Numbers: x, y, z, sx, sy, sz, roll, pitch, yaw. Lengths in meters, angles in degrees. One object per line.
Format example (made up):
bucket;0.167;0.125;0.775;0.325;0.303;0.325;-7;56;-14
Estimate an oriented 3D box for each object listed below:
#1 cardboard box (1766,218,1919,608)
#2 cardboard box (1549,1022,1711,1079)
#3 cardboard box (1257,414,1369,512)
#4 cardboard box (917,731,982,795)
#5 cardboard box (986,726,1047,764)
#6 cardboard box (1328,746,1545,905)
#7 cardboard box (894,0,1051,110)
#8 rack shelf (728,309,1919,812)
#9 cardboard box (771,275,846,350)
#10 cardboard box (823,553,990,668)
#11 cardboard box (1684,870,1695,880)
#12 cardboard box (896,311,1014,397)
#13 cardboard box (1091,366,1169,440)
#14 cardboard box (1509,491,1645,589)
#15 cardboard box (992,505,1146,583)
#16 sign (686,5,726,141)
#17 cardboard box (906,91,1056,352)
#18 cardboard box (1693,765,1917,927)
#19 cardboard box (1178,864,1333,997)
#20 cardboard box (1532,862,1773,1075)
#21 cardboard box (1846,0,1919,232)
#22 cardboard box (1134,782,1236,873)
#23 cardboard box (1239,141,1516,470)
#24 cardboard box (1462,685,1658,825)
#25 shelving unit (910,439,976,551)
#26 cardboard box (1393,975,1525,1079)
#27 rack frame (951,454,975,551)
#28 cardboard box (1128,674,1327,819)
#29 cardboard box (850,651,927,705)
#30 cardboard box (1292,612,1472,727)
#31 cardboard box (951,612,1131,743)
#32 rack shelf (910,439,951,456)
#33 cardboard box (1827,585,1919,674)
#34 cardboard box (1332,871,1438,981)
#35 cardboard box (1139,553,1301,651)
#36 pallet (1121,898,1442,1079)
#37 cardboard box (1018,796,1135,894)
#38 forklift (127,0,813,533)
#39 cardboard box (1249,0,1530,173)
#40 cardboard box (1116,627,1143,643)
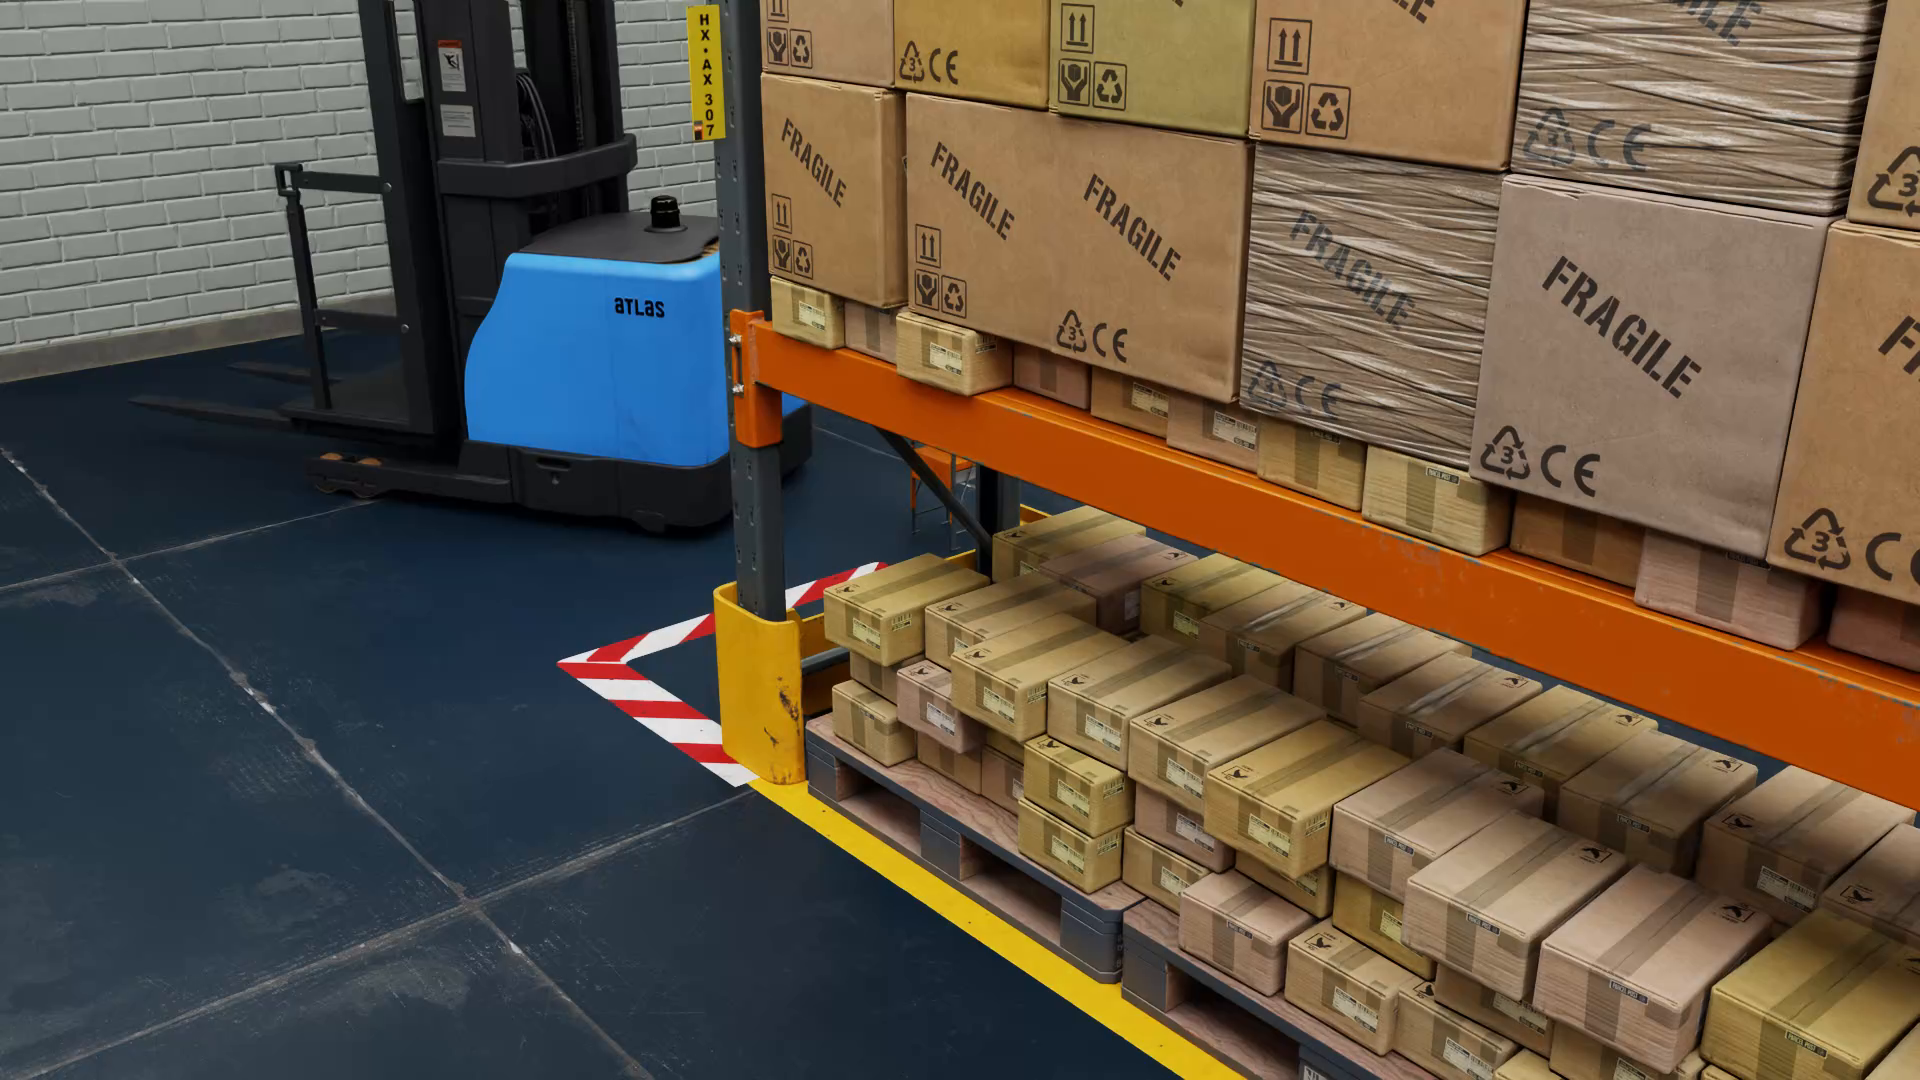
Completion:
cardboard box;1.519;-0.189;2.309;0.500;0.500;0.500;-18;28;-39
cardboard box;1.296;0.888;3.030;0.380;0.149;0.250;-17;27;-36
cardboard box;0.796;-0.196;3.216;0.380;0.149;0.250;-16;27;-36
cardboard box;0.109;0.506;4.411;0.380;0.149;0.250;-18;27;-38
cardboard box;0.287;0.436;4.184;0.380;0.149;0.250;-17;27;-37
cardboard box;0.972;0.587;3.390;0.380;0.149;0.250;-17;27;-37
cardboard box;0.202;-1.225;3.582;0.500;0.500;0.500;-16;27;-36
rack shelf;1.082;-0.012;3.387;1.077;0.370;4.000;-17;27;-37
cardboard box;-0.261;-0.615;4.285;0.380;0.149;0.250;-18;28;-38
cardboard box;-0.139;0.181;4.426;0.380;0.149;0.250;-19;28;-40
cardboard box;1.521;0.674;3.576;0.380;0.149;0.250;-18;27;-38
cardboard box;0.072;-0.467;3.908;0.380;0.149;0.250;-18;28;-39
cardboard box;0.504;-0.347;3.603;0.380;0.149;0.250;-18;28;-38
cardboard box;1.168;-0.062;2.873;0.380;0.149;0.250;-18;28;-38
cardboard box;0.314;0.042;4.782;0.380;0.149;0.250;-17;27;-37
sign;-0.635;-1.173;4.179;0.100;0.325;0.005;-17;27;-37
cardboard box;0.229;-0.753;3.748;0.500;0.500;0.500;-17;27;-37
cardboard box;1.690;0.611;3.327;0.380;0.149;0.250;-17;27;-36
cardboard box;0.695;0.807;3.643;0.380;0.149;0.250;-19;28;-40
cardboard box;1.236;0.753;2.966;0.380;0.149;0.250;-19;28;-40
cardboard box;1.534;-0.652;2.119;0.500;0.500;0.500;-19;28;-39
cardboard box;0.617;0.583;3.808;0.380;0.149;0.250;-19;28;-40
cardboard box;0.876;-0.475;3.039;0.500;0.500;0.500;-18;28;-39
cardboard box;1.319;0.478;3.667;0.380;0.149;0.250;-17;27;-37
shelving unit;-0.035;-0.504;6.330;0.215;1.050;0.252;-17;27;-37
cardboard box;1.078;0.937;3.313;0.380;0.149;0.250;-17;27;-36
rack frame;0.045;-0.470;6.244;0.200;1.050;0.008;-17;27;-37
cardboard box;0.598;0.457;3.723;0.380;0.149;0.250;-16;27;-35
cardboard box;-0.076;0.300;4.530;0.380;0.149;0.250;-16;27;-35
cardboard box;1.038;0.314;4.088;0.380;0.149;0.250;-16;27;-36
cardboard box;0.199;0.329;4.049;0.380;0.149;0.250;-18;27;-38
rack shelf;-0.035;-0.494;6.334;0.215;0.259;0.240;-17;27;-37
cardboard box;1.527;0.079;2.514;0.380;0.149;0.250;-18;28;-39
cardboard box;0.994;0.725;3.445;0.380;0.149;0.250;-16;26;-35
cardboard box;0.700;0.166;4.465;0.380;0.149;0.250;-18;28;-39
pallet;1.122;0.990;3.667;1.003;0.211;1.213;-17;27;-37
cardboard box;0.360;0.670;3.993;0.380;0.149;0.250;-17;27;-37
forklift;-2.213;-1.708;6.826;3.031;2.935;1.130;8;23;19
cardboard box;0.860;-0.936;2.844;0.500;0.500;0.500;-19;28;-39
cardboard box;0.467;0.257;4.640;0.380;0.149;0.250;-18;28;-39
